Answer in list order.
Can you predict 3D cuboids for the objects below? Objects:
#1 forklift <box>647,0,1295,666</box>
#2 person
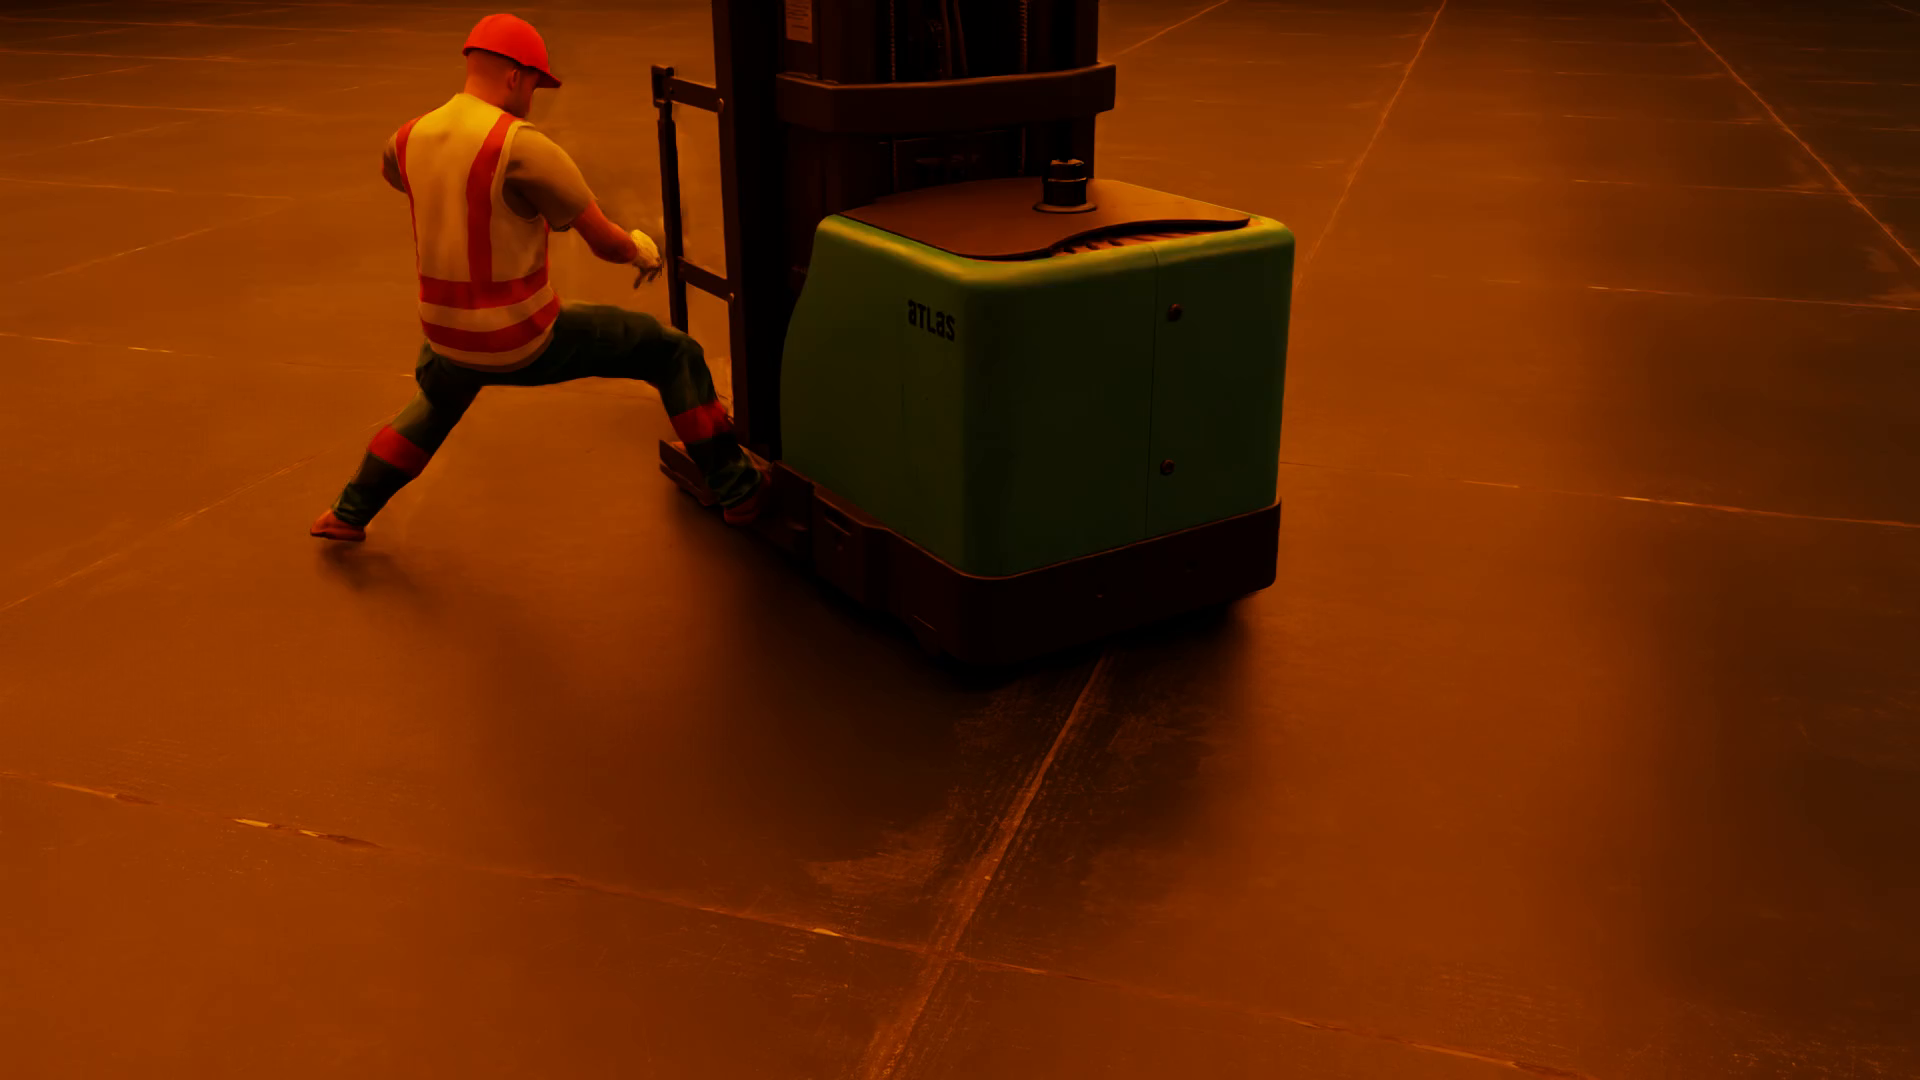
[{"bbox_3d":[-0.340,-1.549,5.031,1.130,2.935,3.031,-14,26,-30],"label":"forklift"},{"bbox_3d":[-1.252,-0.699,4.738,1.313,1.540,0.846,13,26,28],"label":"person"}]
